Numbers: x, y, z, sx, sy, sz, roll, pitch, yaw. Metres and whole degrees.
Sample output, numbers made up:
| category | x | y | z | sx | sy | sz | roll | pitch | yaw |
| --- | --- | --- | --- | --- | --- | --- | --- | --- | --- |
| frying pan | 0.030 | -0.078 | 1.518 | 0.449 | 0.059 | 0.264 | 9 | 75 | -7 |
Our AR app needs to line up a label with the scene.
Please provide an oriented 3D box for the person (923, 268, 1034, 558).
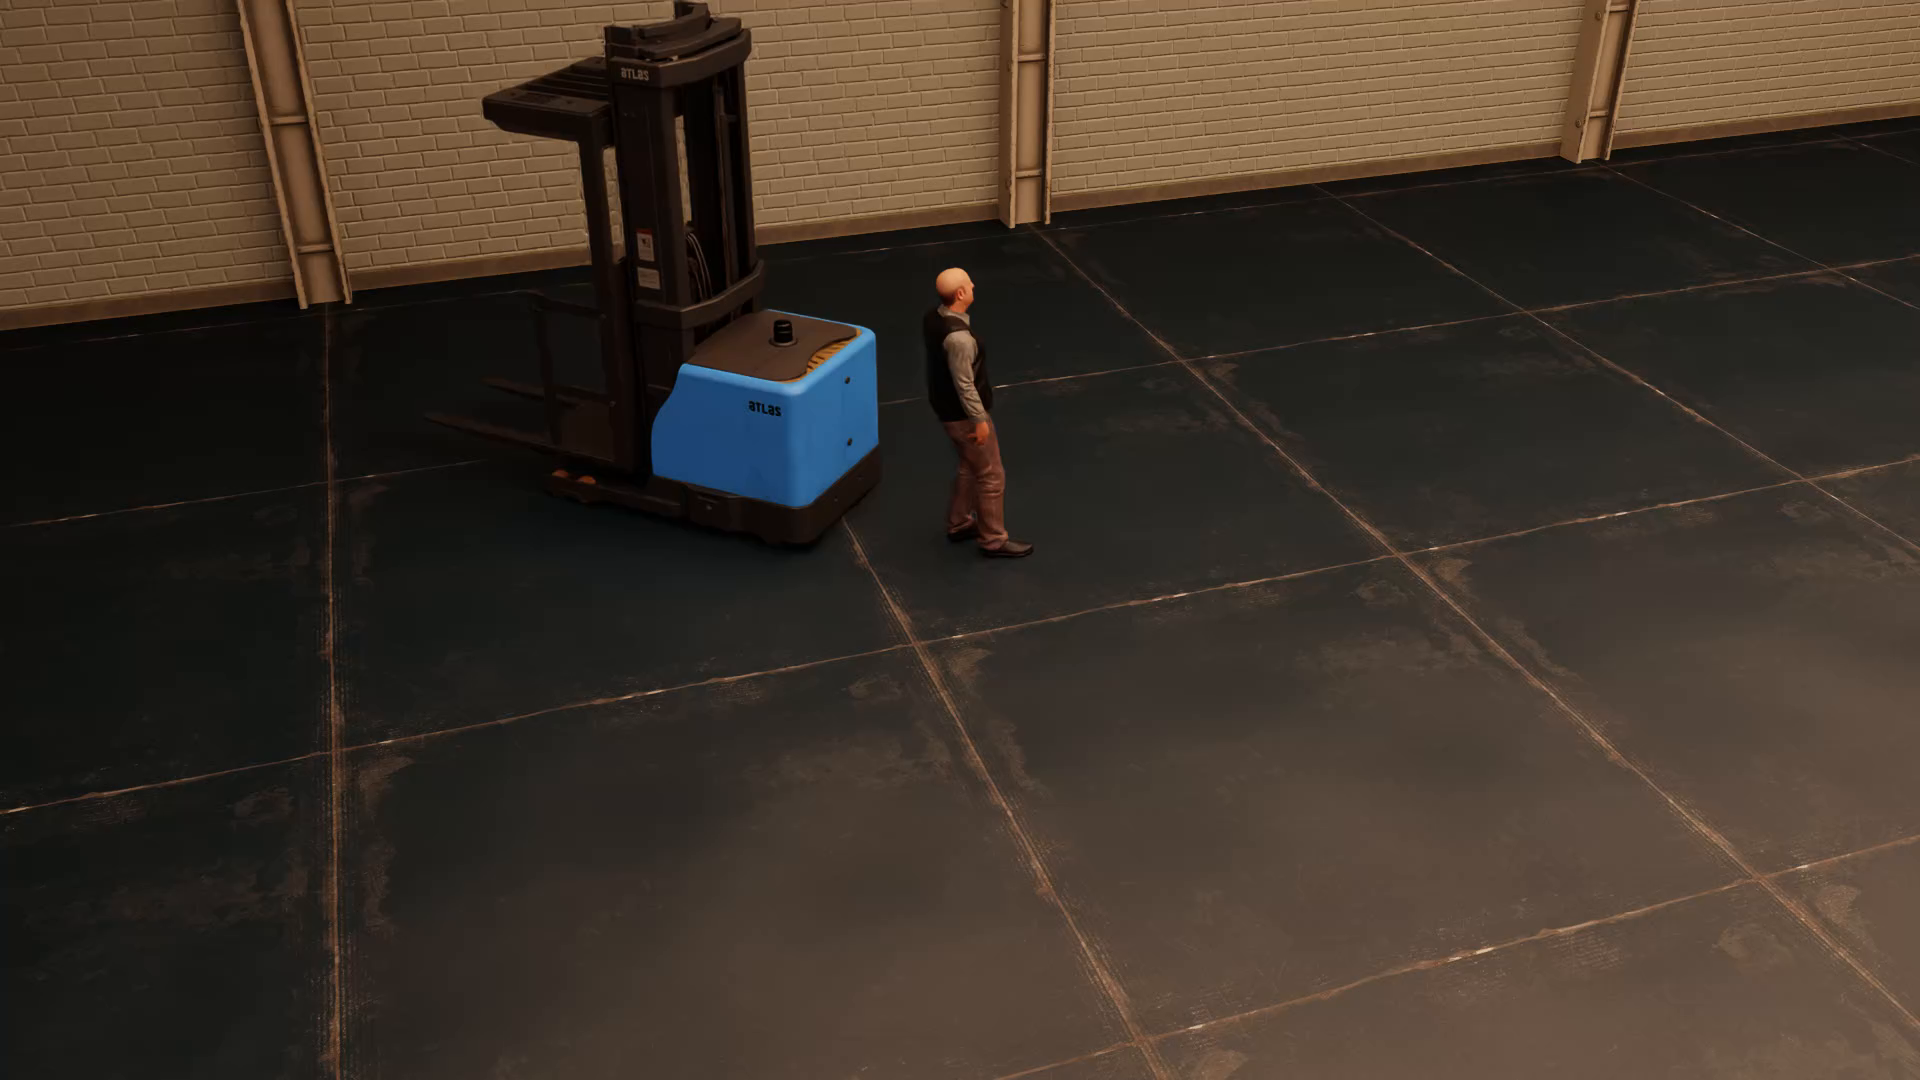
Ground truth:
| category | x | y | z | sx | sy | sz | roll | pitch | yaw |
| --- | --- | --- | --- | --- | --- | --- | --- | --- | --- |
| person | 0.098 | -0.764 | 9.652 | 0.549 | 1.713 | 0.663 | -8 | 31 | -14 |

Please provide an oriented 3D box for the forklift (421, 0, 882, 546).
| category | x | y | z | sx | sy | sz | roll | pitch | yaw |
| --- | --- | --- | --- | --- | --- | --- | --- | --- | --- |
| forklift | -2.056 | -1.726 | 10.087 | 3.031 | 2.935 | 1.130 | 13 | 32 | 22 |
